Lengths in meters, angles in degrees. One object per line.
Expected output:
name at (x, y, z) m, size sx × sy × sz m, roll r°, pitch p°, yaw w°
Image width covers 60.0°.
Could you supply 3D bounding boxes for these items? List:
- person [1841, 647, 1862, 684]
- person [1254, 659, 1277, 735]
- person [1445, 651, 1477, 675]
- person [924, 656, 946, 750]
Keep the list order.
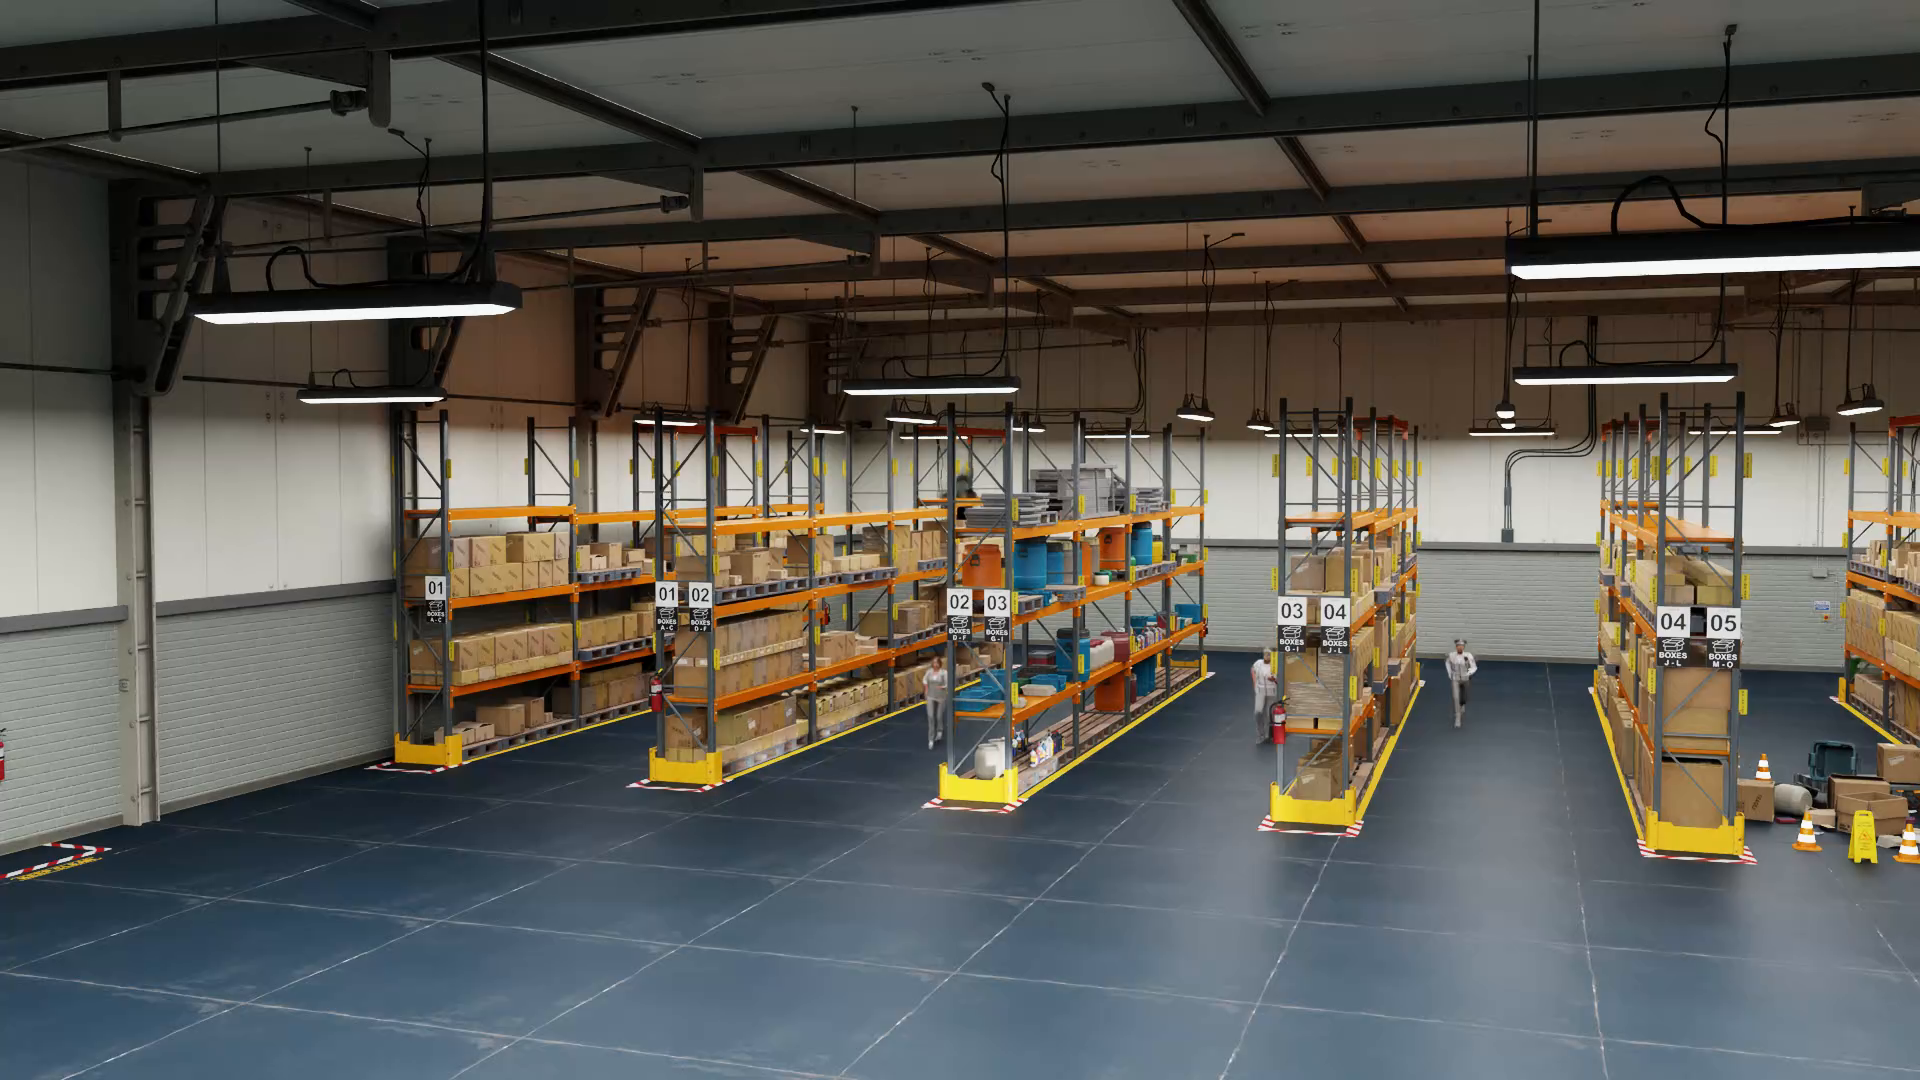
person at (19.769, 2.543, 36.608) m, size 0.635 × 1.667 × 0.701 m, roll 2°, pitch 3°, yaw 36°
person at (5.624, 2.860, 30.393) m, size 0.456 × 1.365 × 0.758 m, roll 1°, pitch 3°, yaw 14°
person at (9.841, 2.444, 32.644) m, size 0.584 × 0.465 × 0.436 m, roll 1°, pitch 3°, yaw 14°
person at (-0.437, 2.914, 30.002) m, size 0.484 × 1.610 × 0.830 m, roll 0°, pitch 2°, yaw 5°
